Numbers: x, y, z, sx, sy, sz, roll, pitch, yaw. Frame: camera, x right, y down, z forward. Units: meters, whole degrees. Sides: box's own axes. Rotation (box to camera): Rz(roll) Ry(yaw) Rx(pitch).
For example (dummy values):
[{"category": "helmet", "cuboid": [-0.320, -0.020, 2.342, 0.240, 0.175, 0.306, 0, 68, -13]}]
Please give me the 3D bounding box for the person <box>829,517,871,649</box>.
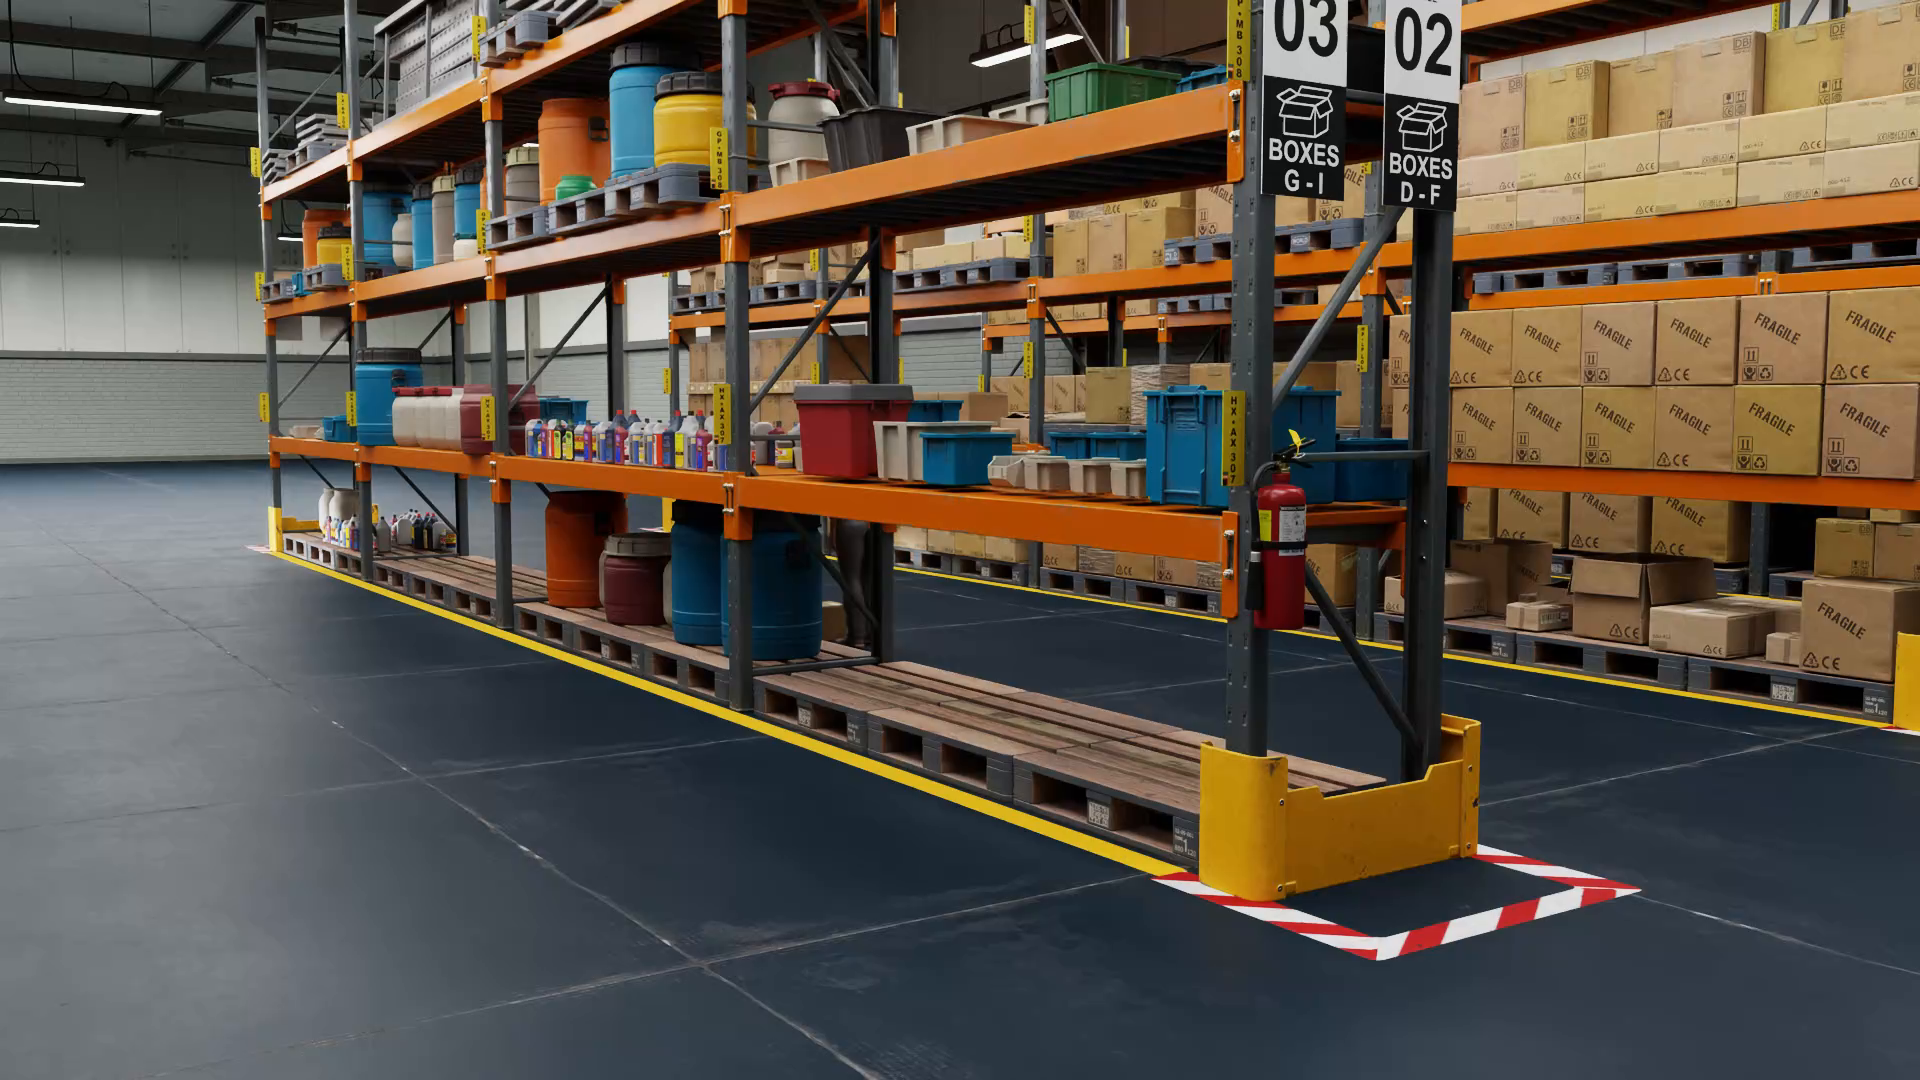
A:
[{"category": "person", "cuboid": [-0.726, -0.079, 11.580, 0.439, 1.658, 0.408, -3, 6, -33]}]
